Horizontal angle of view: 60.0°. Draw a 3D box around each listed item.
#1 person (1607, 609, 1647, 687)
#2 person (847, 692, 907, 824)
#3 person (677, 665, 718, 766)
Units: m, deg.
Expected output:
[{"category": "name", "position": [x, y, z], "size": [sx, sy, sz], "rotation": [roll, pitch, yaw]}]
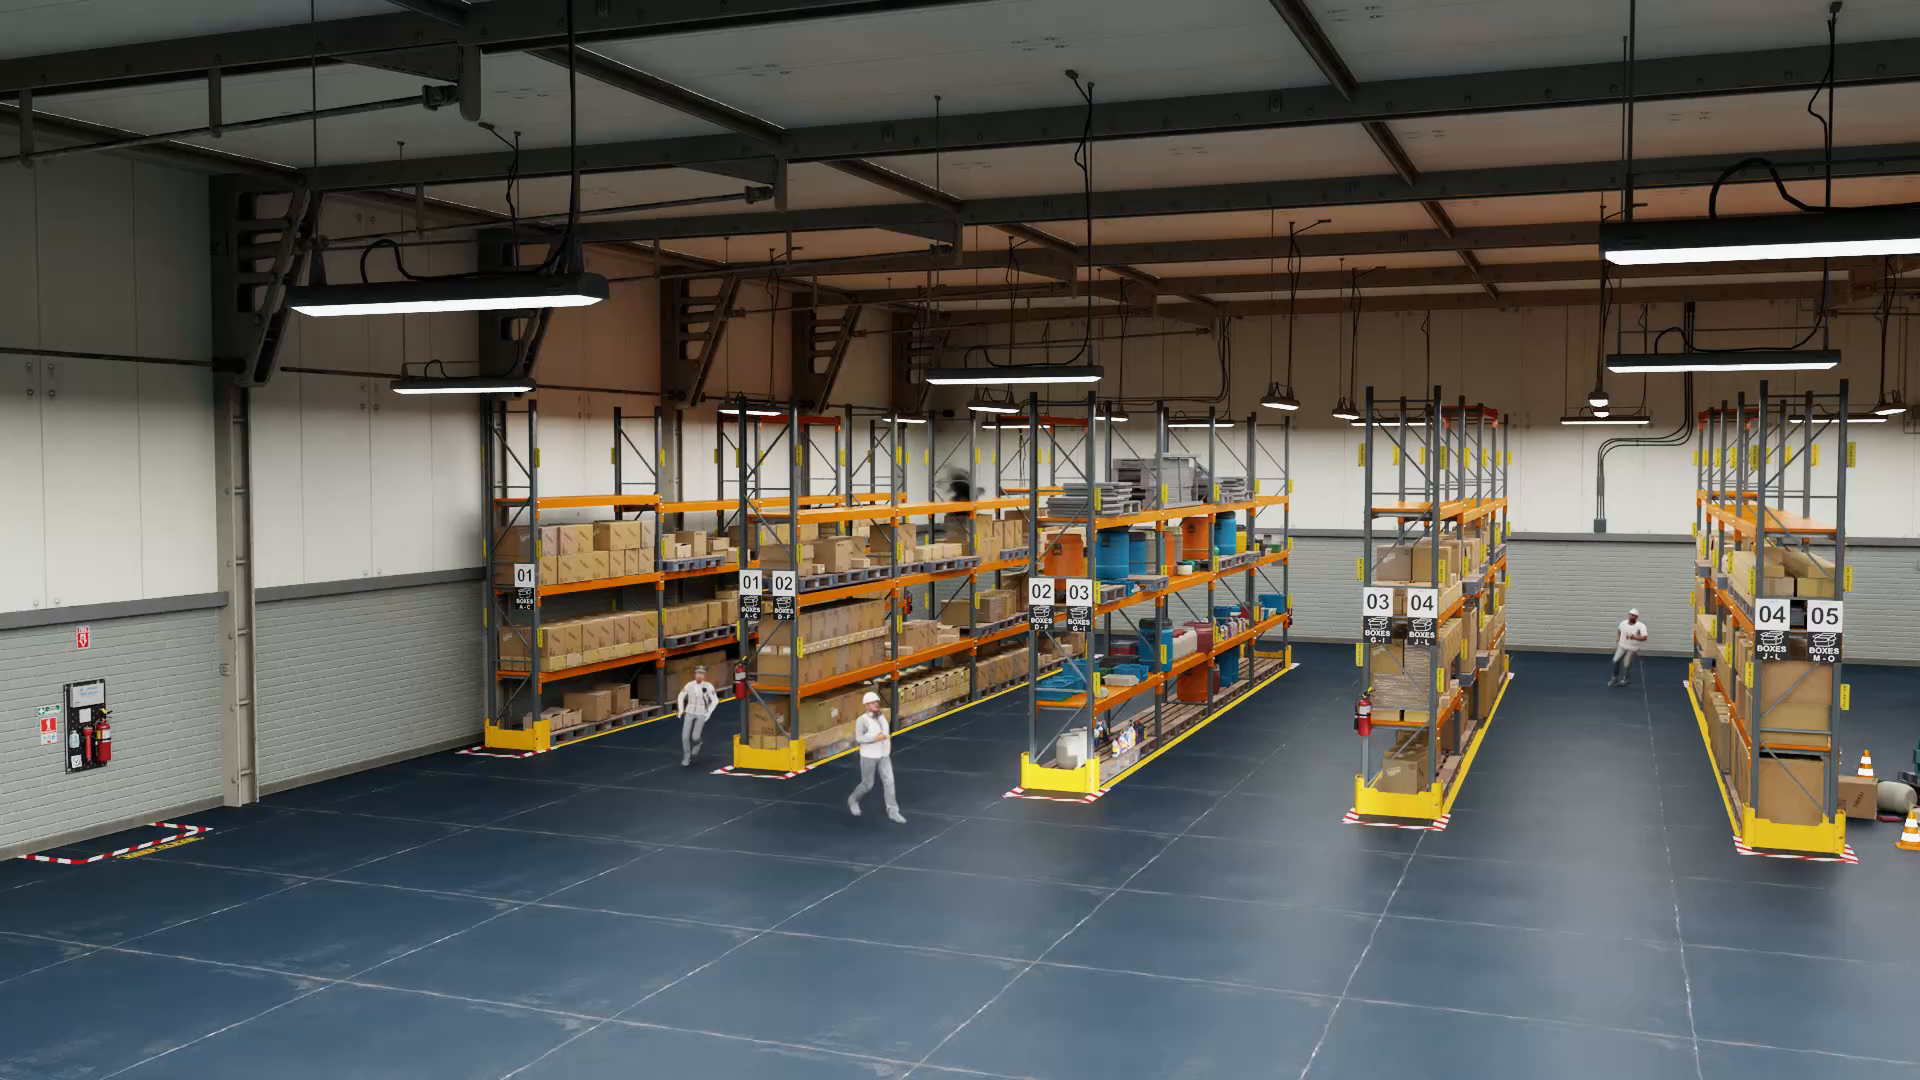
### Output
[{"category": "person", "position": [14.604, 2.356, 36.289], "size": [0.773, 1.714, 0.674], "rotation": [3, 4, 44]}, {"category": "person", "position": [-1.138, 2.967, 22.863], "size": [0.665, 1.744, 1.007], "rotation": [-2, 4, -40]}, {"category": "person", "position": [-4.301, 2.861, 27.218], "size": [0.665, 1.649, 0.513], "rotation": [0, 3, 5]}]
